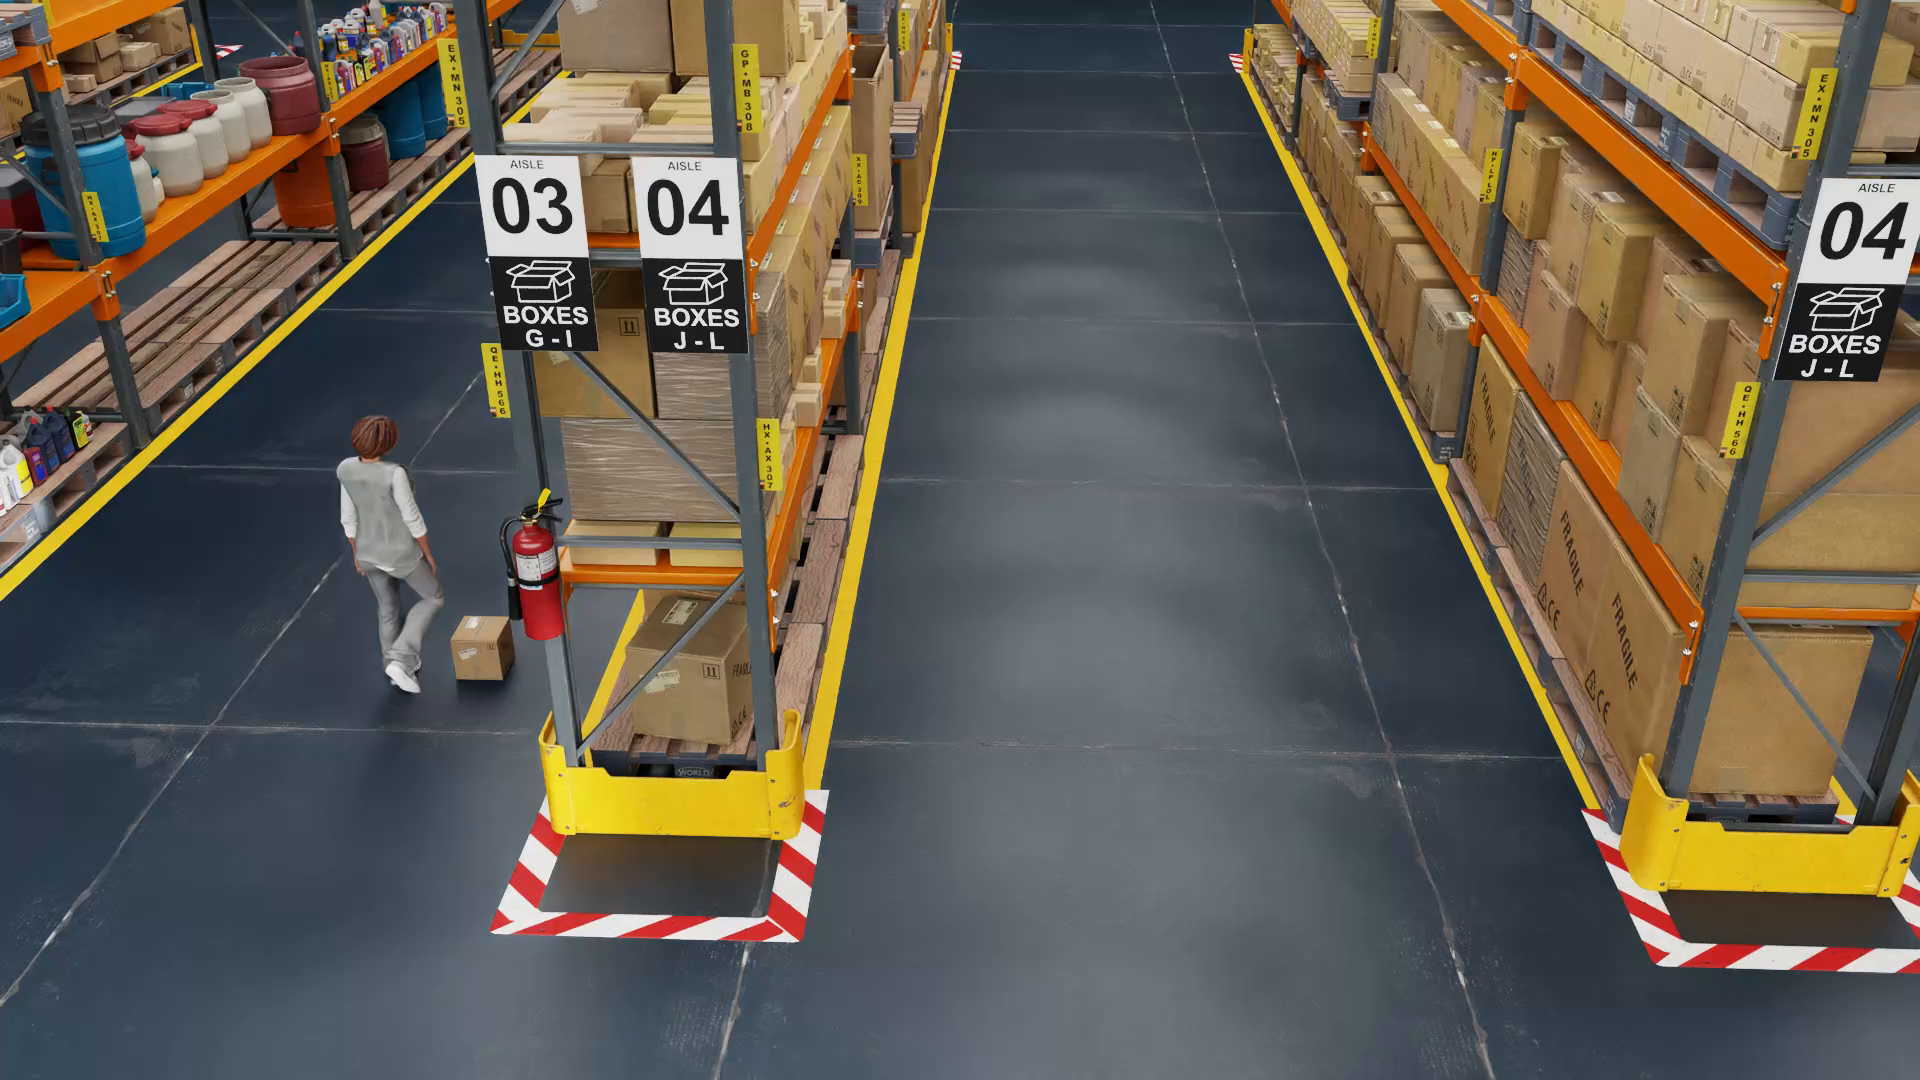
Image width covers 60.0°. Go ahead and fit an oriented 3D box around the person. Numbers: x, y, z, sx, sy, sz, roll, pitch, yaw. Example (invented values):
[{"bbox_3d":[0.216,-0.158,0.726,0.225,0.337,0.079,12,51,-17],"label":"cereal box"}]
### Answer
[{"bbox_3d":[-2.890,0.092,8.427,0.437,1.583,0.510,6,29,11],"label":"person"}]
